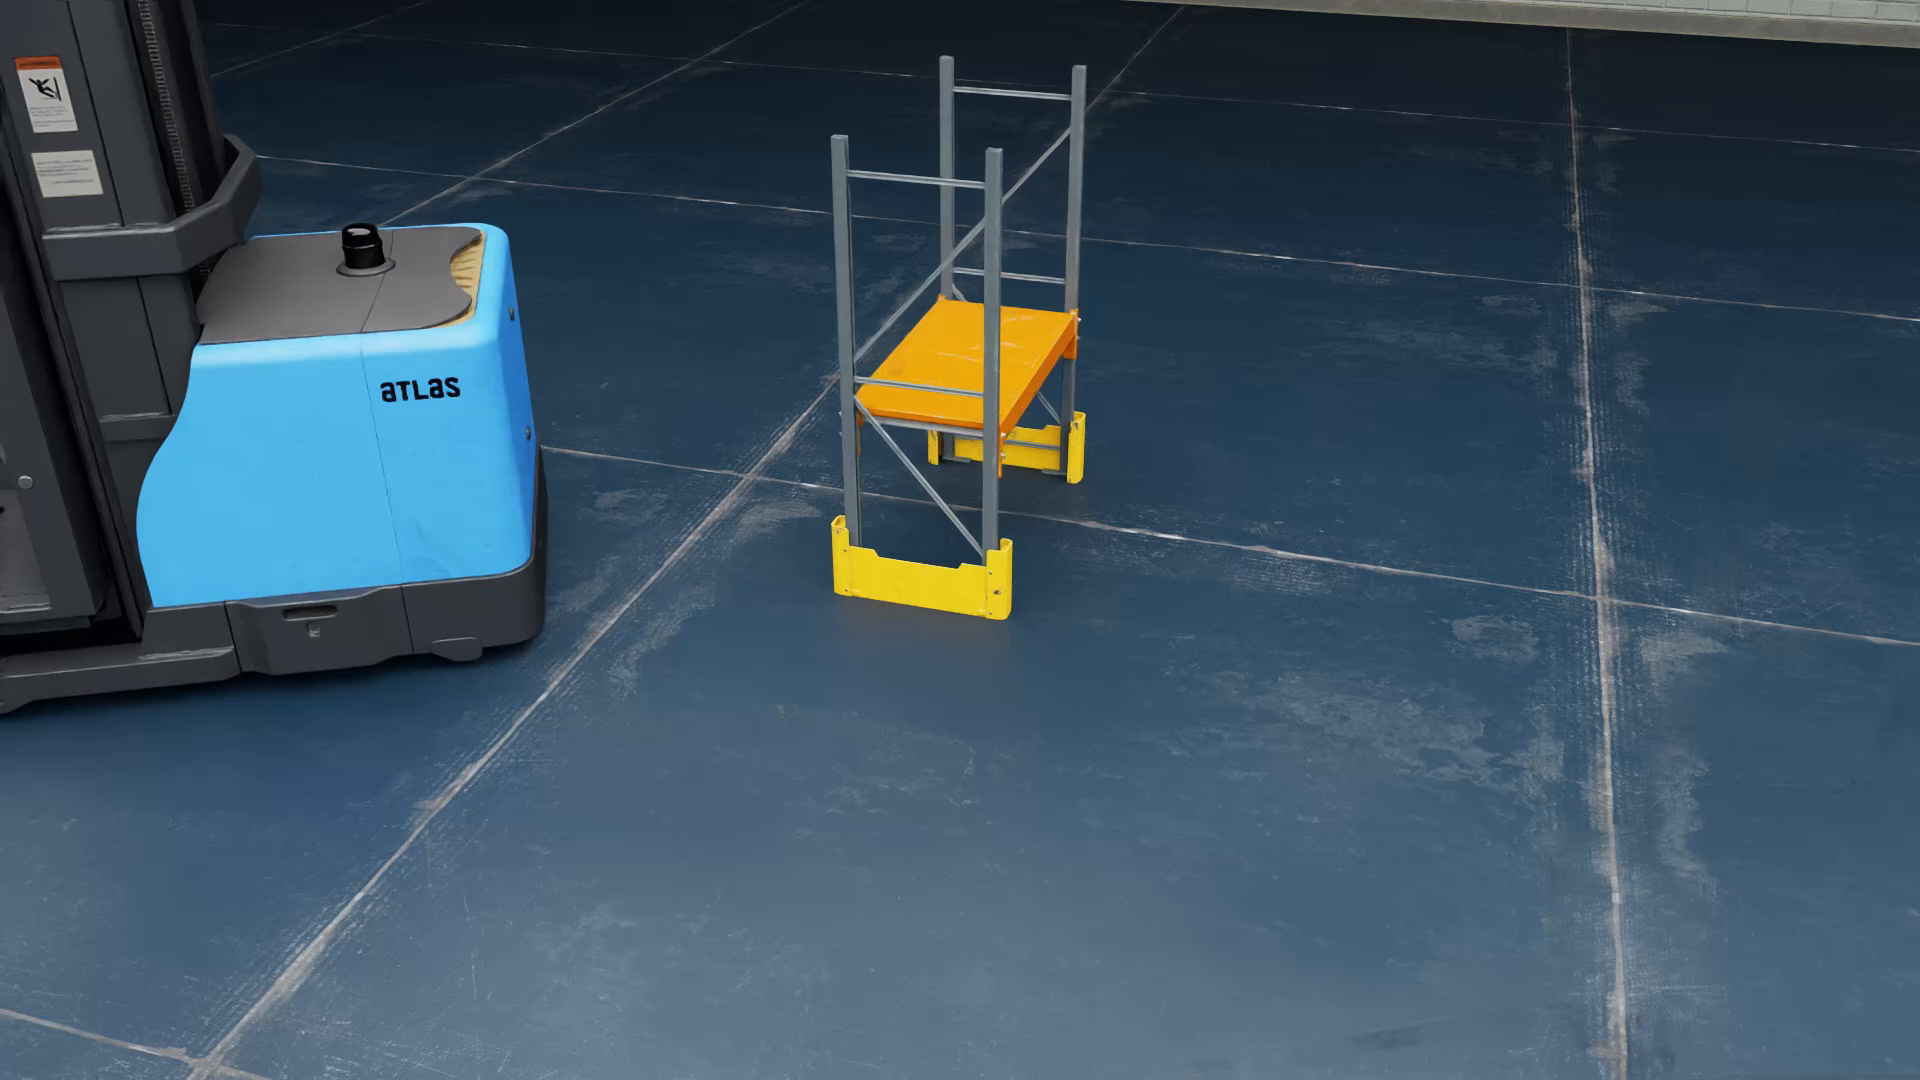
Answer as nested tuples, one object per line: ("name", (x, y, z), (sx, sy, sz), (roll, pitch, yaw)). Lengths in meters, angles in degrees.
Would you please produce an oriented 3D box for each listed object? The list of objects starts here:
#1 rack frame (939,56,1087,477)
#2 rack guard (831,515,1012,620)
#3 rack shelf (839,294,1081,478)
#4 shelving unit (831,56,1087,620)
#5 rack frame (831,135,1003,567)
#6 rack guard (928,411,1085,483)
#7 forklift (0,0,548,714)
("rack frame", (0.174, -0.931, 5.881), (0.500, 1.500, 0.032), (8, 30, 15))
("rack guard", (-0.124, 0.087, 5.337), (0.587, 0.250, 0.087), (8, 30, 15))
("rack shelf", (0.025, -0.538, 5.544), (0.538, 0.185, 1.000), (8, 30, 15))
("shelving unit", (0.022, -0.691, 5.449), (0.587, 1.500, 1.083), (8, 30, 15))
("rack frame", (-0.124, -0.459, 5.032), (0.500, 1.500, 0.032), (8, 30, 15))
("rack guard", (0.169, -0.376, 6.169), (0.587, 0.250, 0.087), (8, 30, 15))
("forklift", (-2.854, -1.015, 4.559), (3.031, 2.935, 1.130), (-6, 30, -10))
